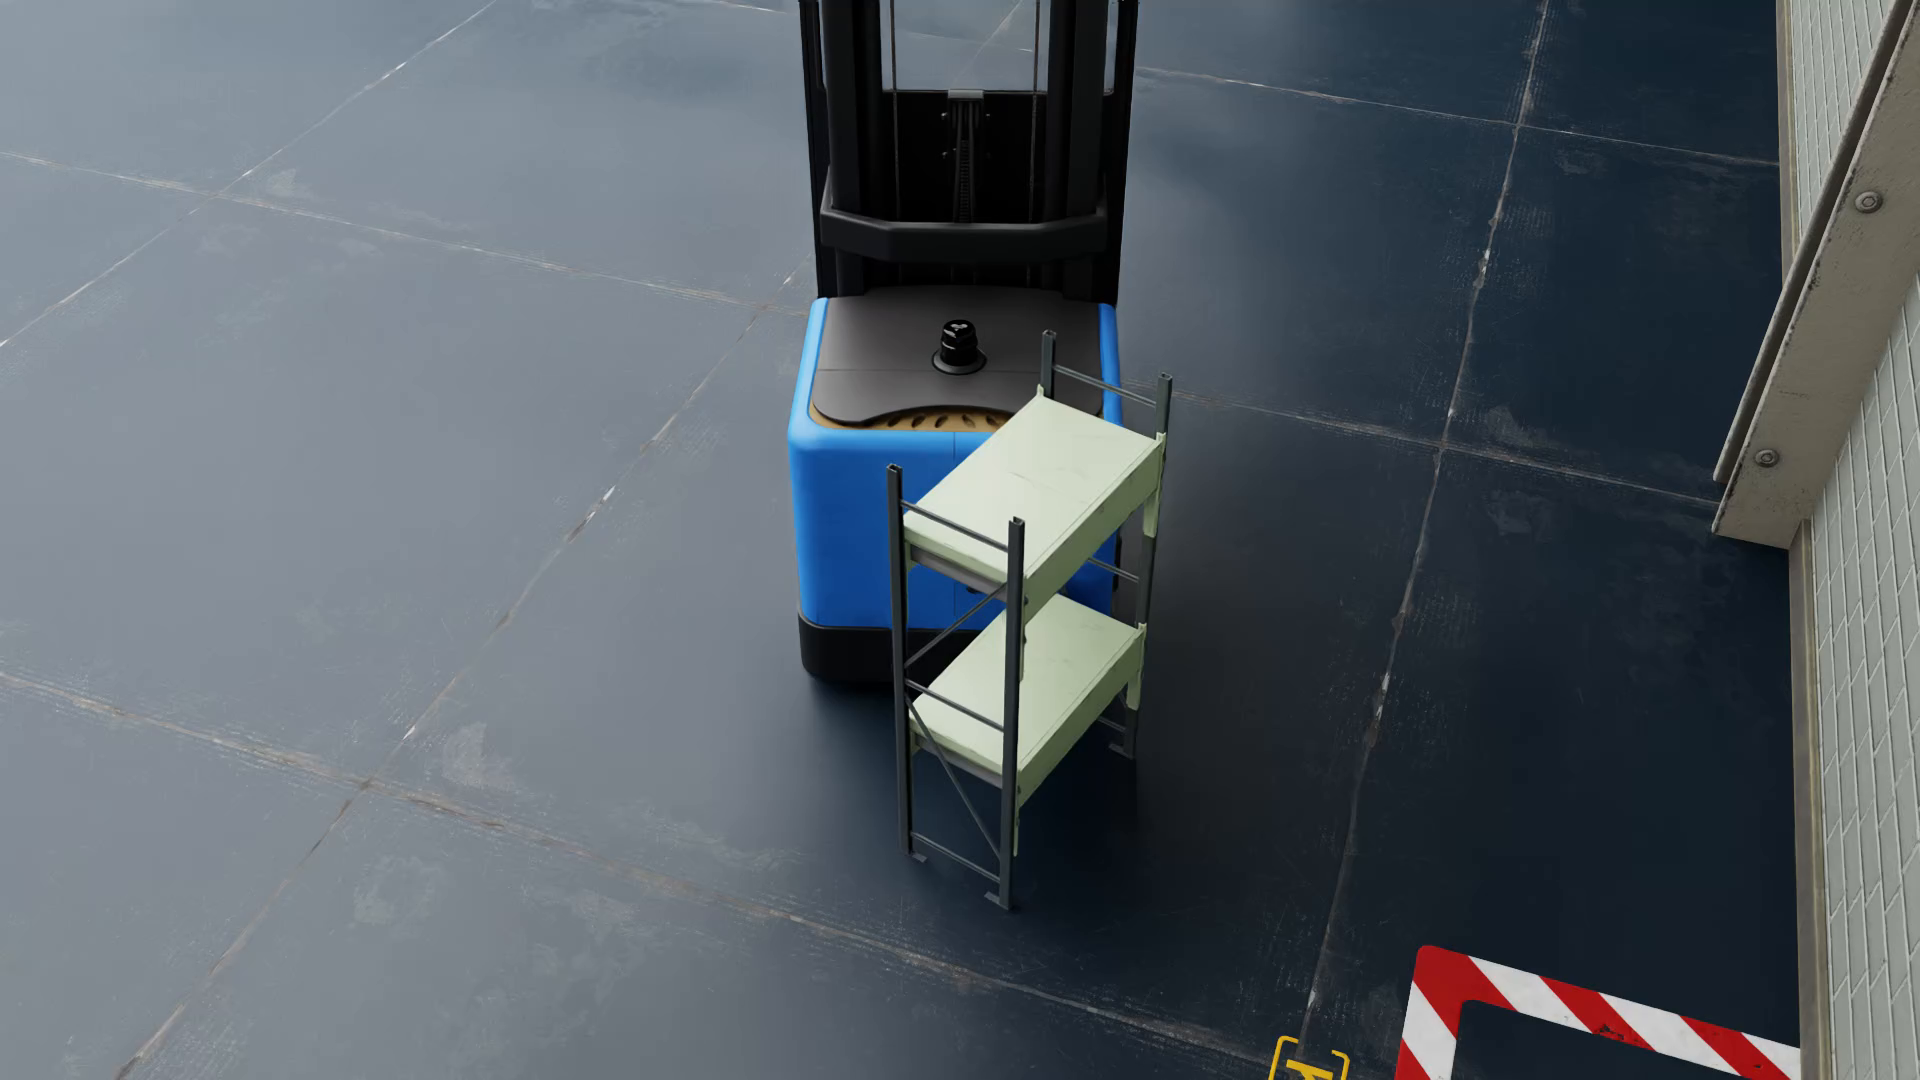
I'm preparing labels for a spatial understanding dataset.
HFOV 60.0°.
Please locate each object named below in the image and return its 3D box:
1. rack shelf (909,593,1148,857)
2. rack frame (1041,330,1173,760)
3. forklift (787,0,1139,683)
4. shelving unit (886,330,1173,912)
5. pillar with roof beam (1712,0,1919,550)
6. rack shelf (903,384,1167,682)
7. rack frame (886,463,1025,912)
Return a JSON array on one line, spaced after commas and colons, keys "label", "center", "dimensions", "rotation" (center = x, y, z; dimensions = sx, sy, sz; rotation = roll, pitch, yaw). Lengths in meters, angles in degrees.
[{"label": "rack shelf", "center": [0.193, 0.509, 5.000], "dimensions": [0.431, 0.370, 0.720], "rotation": [24, 46, 25]}, {"label": "rack frame", "center": [0.400, 0.065, 5.019], "dimensions": [0.400, 1.500, 0.023], "rotation": [24, 46, 25]}, {"label": "forklift", "center": [0.037, -1.560, 5.821], "dimensions": [1.130, 2.935, 3.031], "rotation": [1, 40, 2]}, {"label": "shelving unit", "center": [0.193, 0.261, 4.789], "dimensions": [0.431, 1.500, 0.755], "rotation": [24, 46, 25]}, {"label": "pillar with roof beam", "center": [-0.993, -4.491, 4.580], "dimensions": [9.100, 9.000, 0.400], "rotation": [13, 42, 15]}, {"label": "rack shelf", "center": [0.193, -0.036, 4.536], "dimensions": [0.431, 0.370, 0.720], "rotation": [24, 46, 25]}, {"label": "rack frame", "center": [-0.014, 0.457, 4.559], "dimensions": [0.400, 1.500, 0.023], "rotation": [24, 46, 25]}]
